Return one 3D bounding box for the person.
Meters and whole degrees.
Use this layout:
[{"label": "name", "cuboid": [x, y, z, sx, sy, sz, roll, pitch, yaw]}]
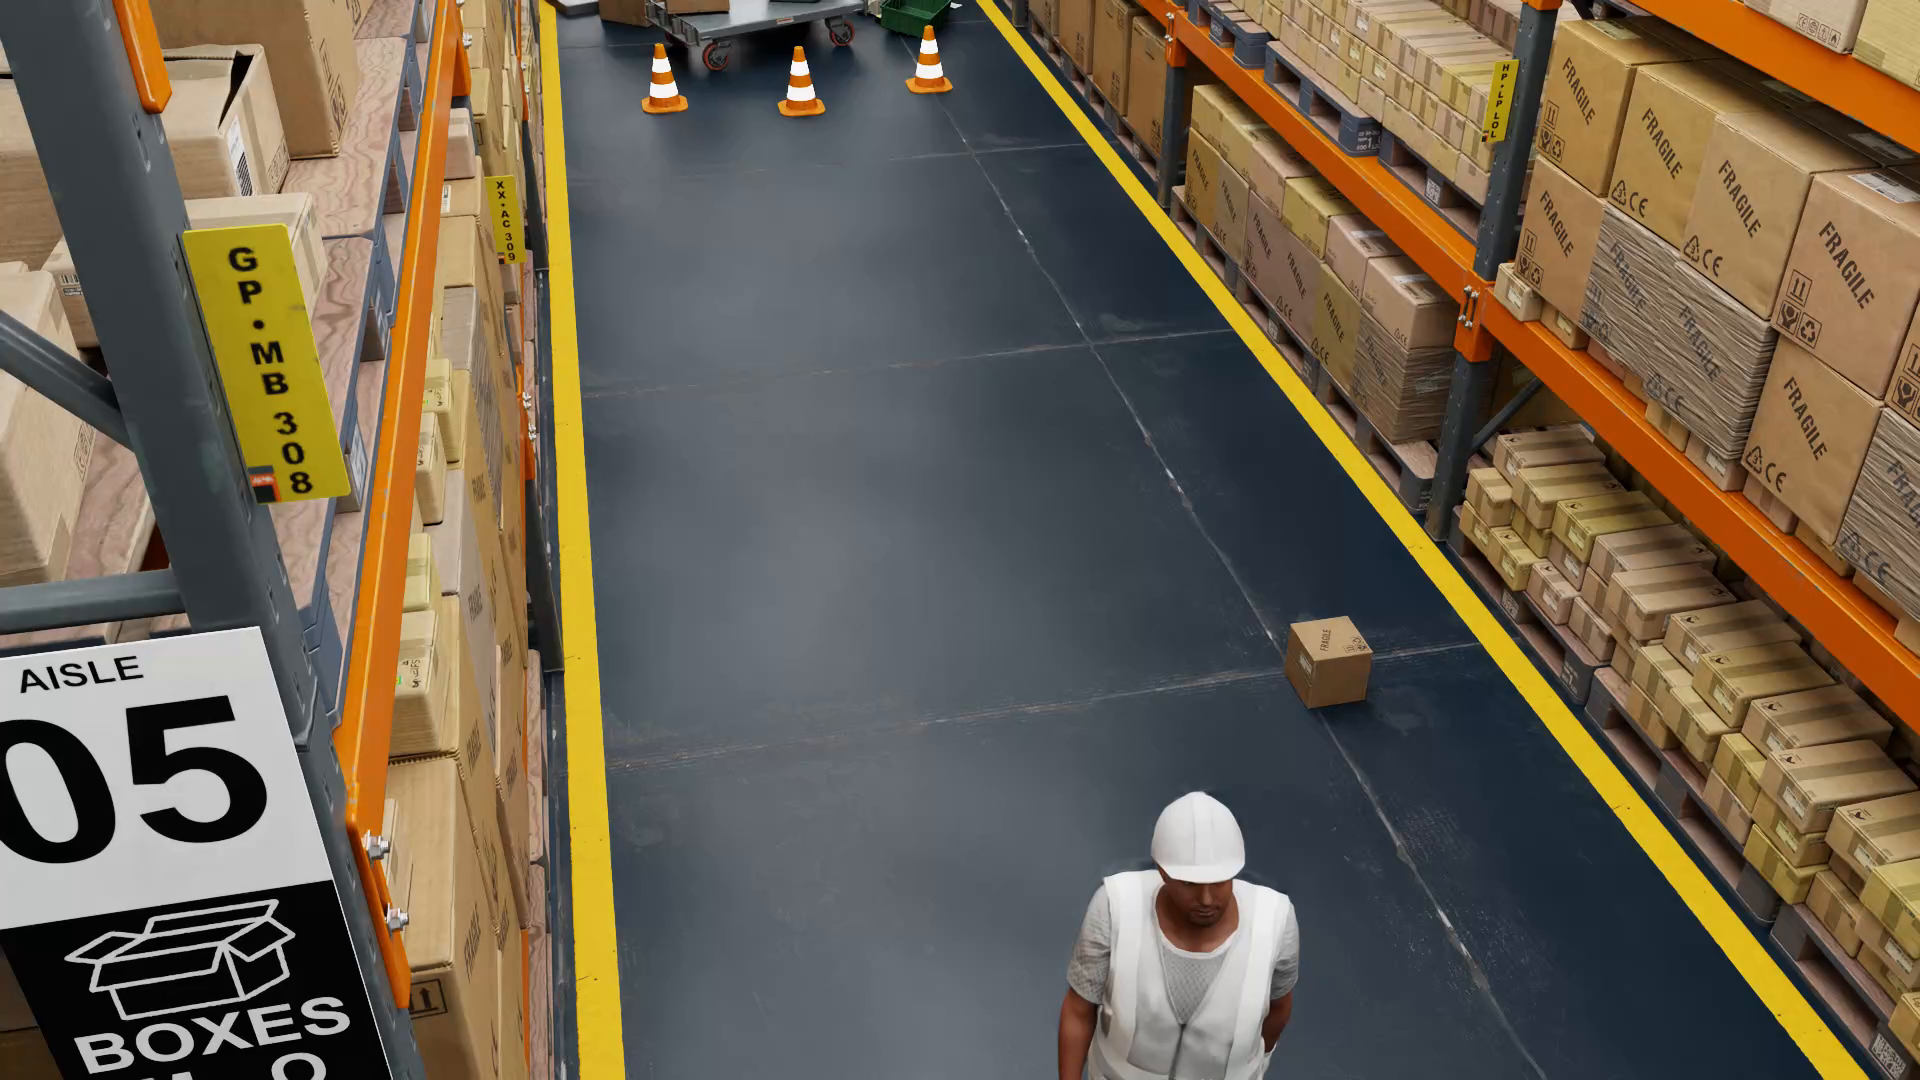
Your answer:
[{"label": "person", "cuboid": [0.508, 1.369, 4.098, 0.545, 1.735, 1.037, 8, 35, 12]}]
